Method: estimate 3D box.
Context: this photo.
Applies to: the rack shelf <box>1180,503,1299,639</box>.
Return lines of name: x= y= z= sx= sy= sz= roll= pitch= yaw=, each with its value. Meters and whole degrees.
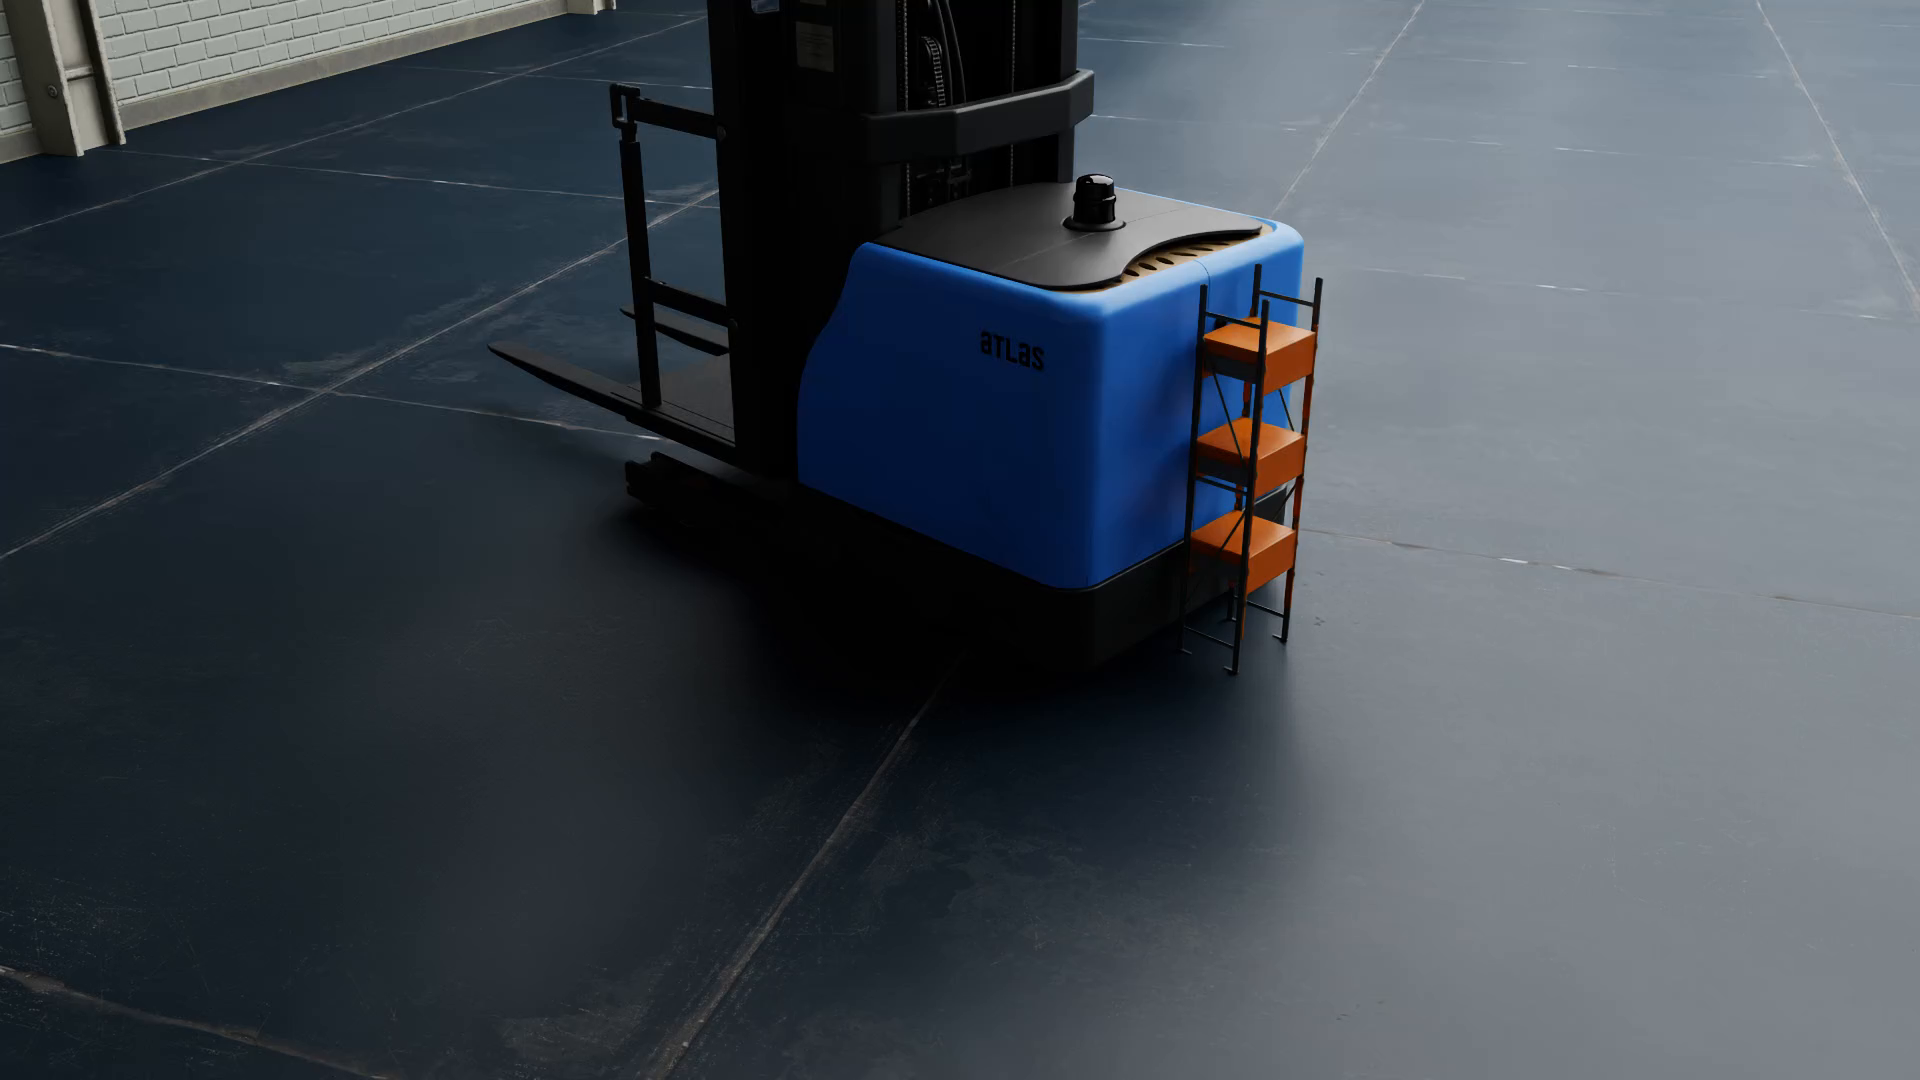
rack shelf: x=0.761 y=0.081 z=4.540 sx=0.215 sy=0.259 sz=0.240 roll=22 pitch=33 yaw=37

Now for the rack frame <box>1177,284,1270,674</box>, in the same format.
rack frame: x=0.678 y=-0.139 z=4.333 sx=0.200 sy=1.050 sz=0.008 roll=22 pitch=33 yaw=37

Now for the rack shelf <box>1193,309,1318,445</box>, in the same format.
rack shelf: x=0.761 y=-0.424 z=4.295 sx=0.215 sy=0.259 sz=0.240 roll=22 pitch=33 yaw=37

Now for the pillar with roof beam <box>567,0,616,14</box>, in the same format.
pillar with roof beam: x=0.655 y=-8.308 z=12.083 sx=9.100 sy=9.000 sz=0.400 roll=9 pitch=27 yaw=17

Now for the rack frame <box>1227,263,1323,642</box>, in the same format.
rack frame: x=0.843 y=-0.218 z=4.495 sx=0.200 sy=1.050 sz=0.008 roll=22 pitch=33 yaw=37

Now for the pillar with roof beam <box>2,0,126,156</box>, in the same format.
pillar with roof beam: x=-1.341 y=-5.842 z=6.990 sx=9.100 sy=9.000 sz=0.400 roll=9 pitch=27 yaw=17

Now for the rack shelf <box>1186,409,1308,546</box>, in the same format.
rack shelf: x=0.761 y=-0.169 z=4.419 sx=0.215 sy=0.259 sz=0.240 roll=22 pitch=33 yaw=37

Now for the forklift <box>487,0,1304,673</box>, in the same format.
forklift: x=-0.452 y=-1.506 z=4.996 sx=3.031 sy=2.935 sz=1.130 roll=22 pitch=34 yaw=38

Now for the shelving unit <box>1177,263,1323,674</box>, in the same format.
shelving unit: x=0.761 y=-0.179 z=4.414 sx=0.215 sy=1.050 sz=0.252 roll=22 pitch=33 yaw=37
